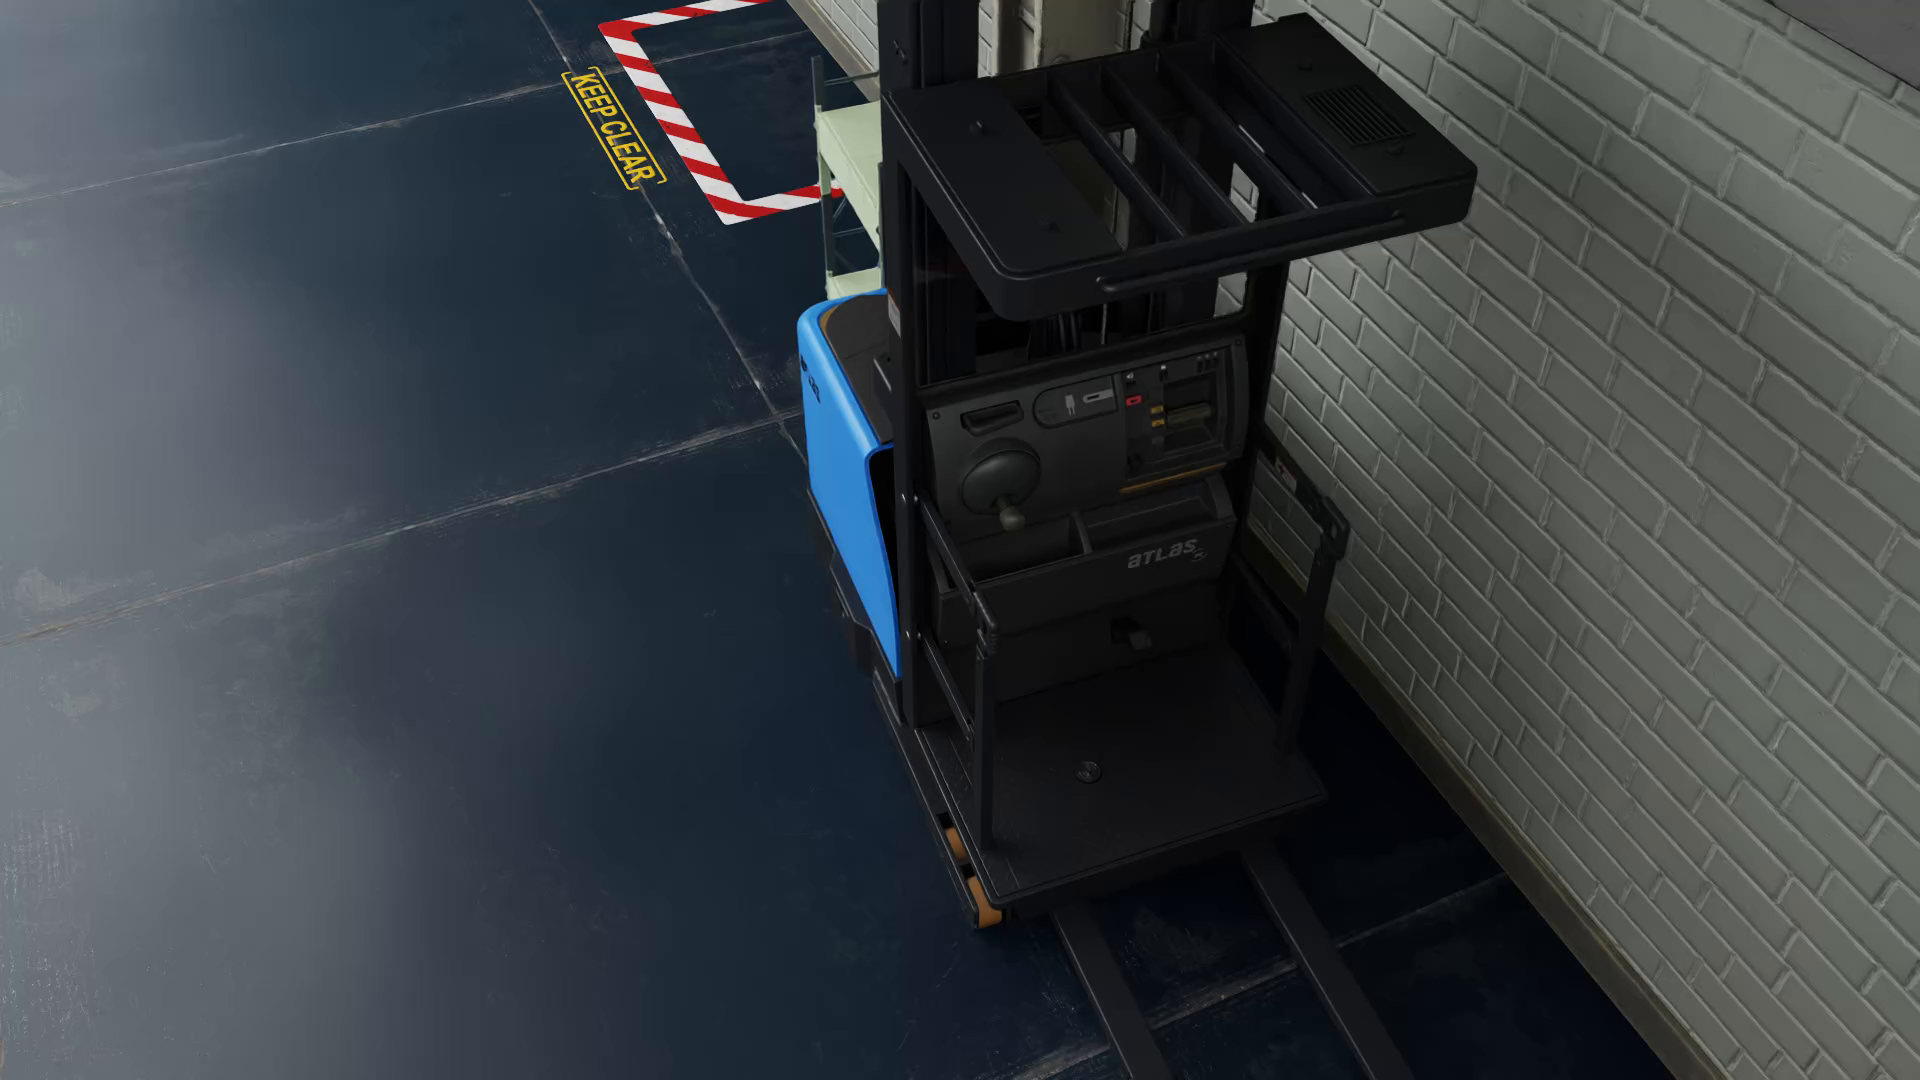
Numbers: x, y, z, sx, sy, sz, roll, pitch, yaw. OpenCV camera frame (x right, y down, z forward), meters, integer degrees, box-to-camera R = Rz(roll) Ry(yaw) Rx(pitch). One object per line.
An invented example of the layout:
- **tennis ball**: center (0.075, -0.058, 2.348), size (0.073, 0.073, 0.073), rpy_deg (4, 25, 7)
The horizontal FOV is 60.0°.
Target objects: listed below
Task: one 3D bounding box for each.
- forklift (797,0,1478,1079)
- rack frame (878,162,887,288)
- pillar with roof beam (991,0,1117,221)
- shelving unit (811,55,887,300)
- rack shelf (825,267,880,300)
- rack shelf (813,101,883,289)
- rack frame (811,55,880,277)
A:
- **forklift**: center (0.435, -0.203, 4.369), size (1.130, 2.935, 3.031), rpy_deg (-15, 46, -14)
- **rack frame**: center (-0.074, -0.719, 5.911), size (0.400, 1.500, 0.023), rpy_deg (-15, 46, -14)
- **pillar with roof beam**: center (-3.567, -2.769, 2.649), size (9.100, 9.000, 0.400), rpy_deg (-18, 47, -17)
- **shelving unit**: center (-0.202, -0.960, 6.155), size (0.431, 1.500, 0.755), rpy_deg (-15, 46, -14)
- **rack shelf**: center (-0.202, -0.728, 6.384), size (0.431, 0.370, 0.720), rpy_deg (-15, 46, -14)
- **rack shelf**: center (-0.202, -1.238, 5.881), size (0.431, 0.370, 0.720), rpy_deg (-15, 46, -14)
- **rack frame**: center (-0.330, -1.201, 6.399), size (0.400, 1.500, 0.023), rpy_deg (-15, 46, -14)
